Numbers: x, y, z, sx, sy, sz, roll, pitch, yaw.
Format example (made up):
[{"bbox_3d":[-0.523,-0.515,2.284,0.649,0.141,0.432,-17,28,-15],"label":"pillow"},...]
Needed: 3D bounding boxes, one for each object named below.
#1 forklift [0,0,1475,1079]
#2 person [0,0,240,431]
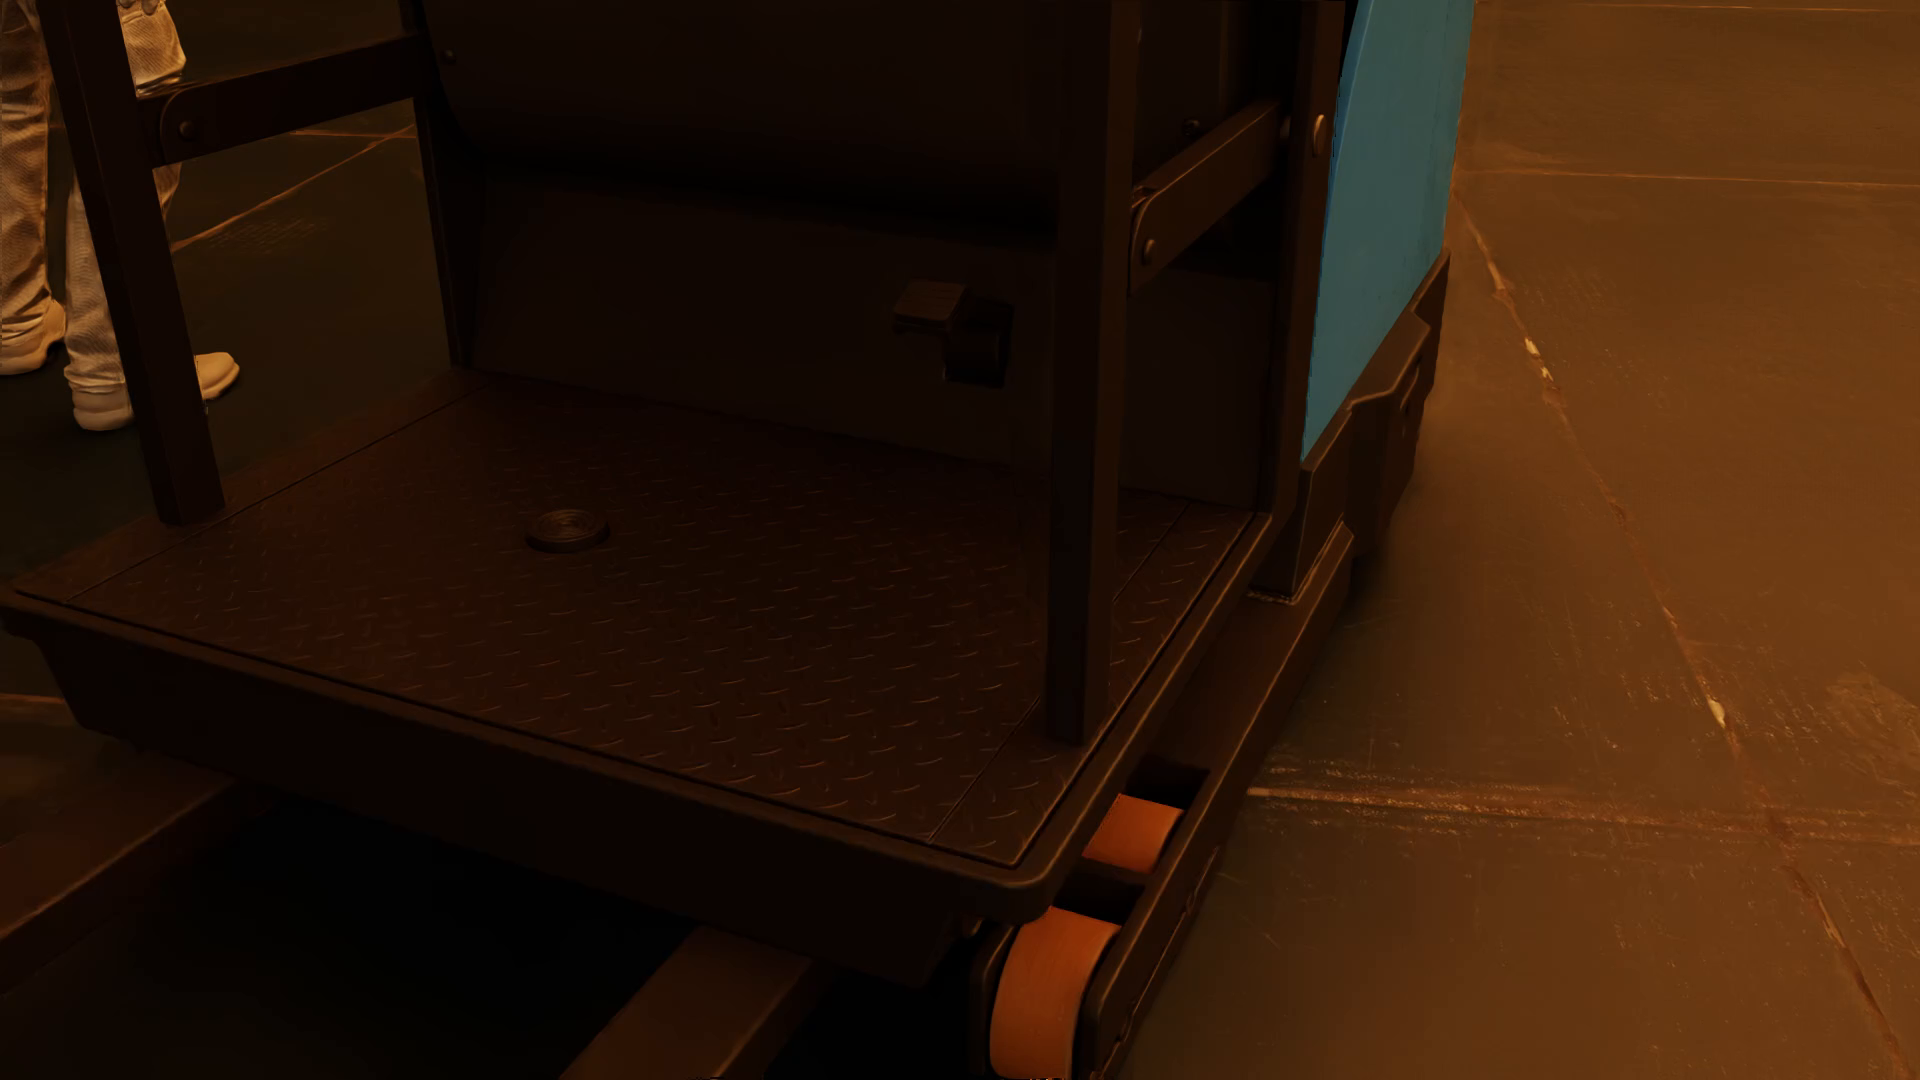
[{"bbox_3d":[-0.246,-1.032,1.286,1.130,2.935,3.031,11,29,22],"label":"forklift"},{"bbox_3d":[-1.534,-1.073,2.696,0.866,1.746,0.438,12,29,22],"label":"person"}]
